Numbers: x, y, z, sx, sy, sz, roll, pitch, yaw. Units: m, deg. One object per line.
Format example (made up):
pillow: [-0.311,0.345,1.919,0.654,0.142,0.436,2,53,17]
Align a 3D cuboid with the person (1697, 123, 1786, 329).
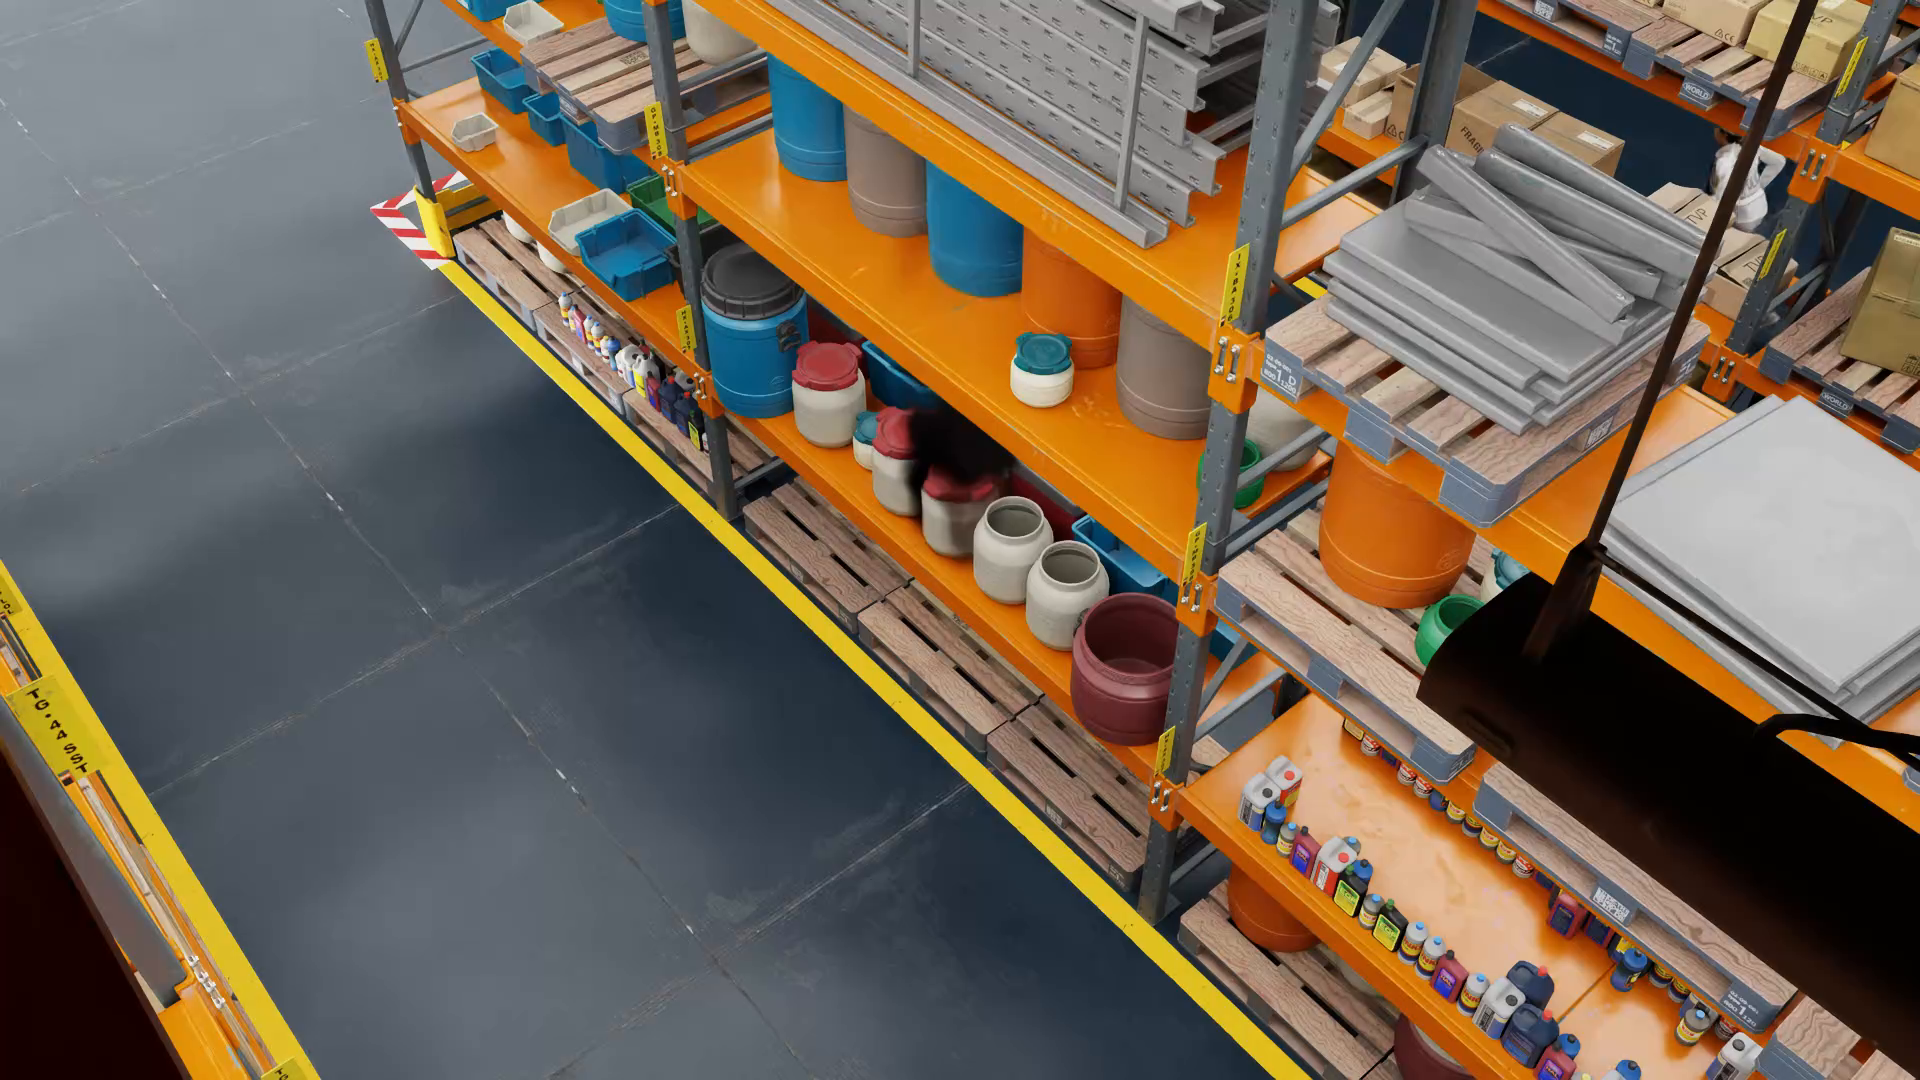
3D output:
person: [5.674,-2.243,12.047,0.655,1.627,0.968,-30,53,-25]
